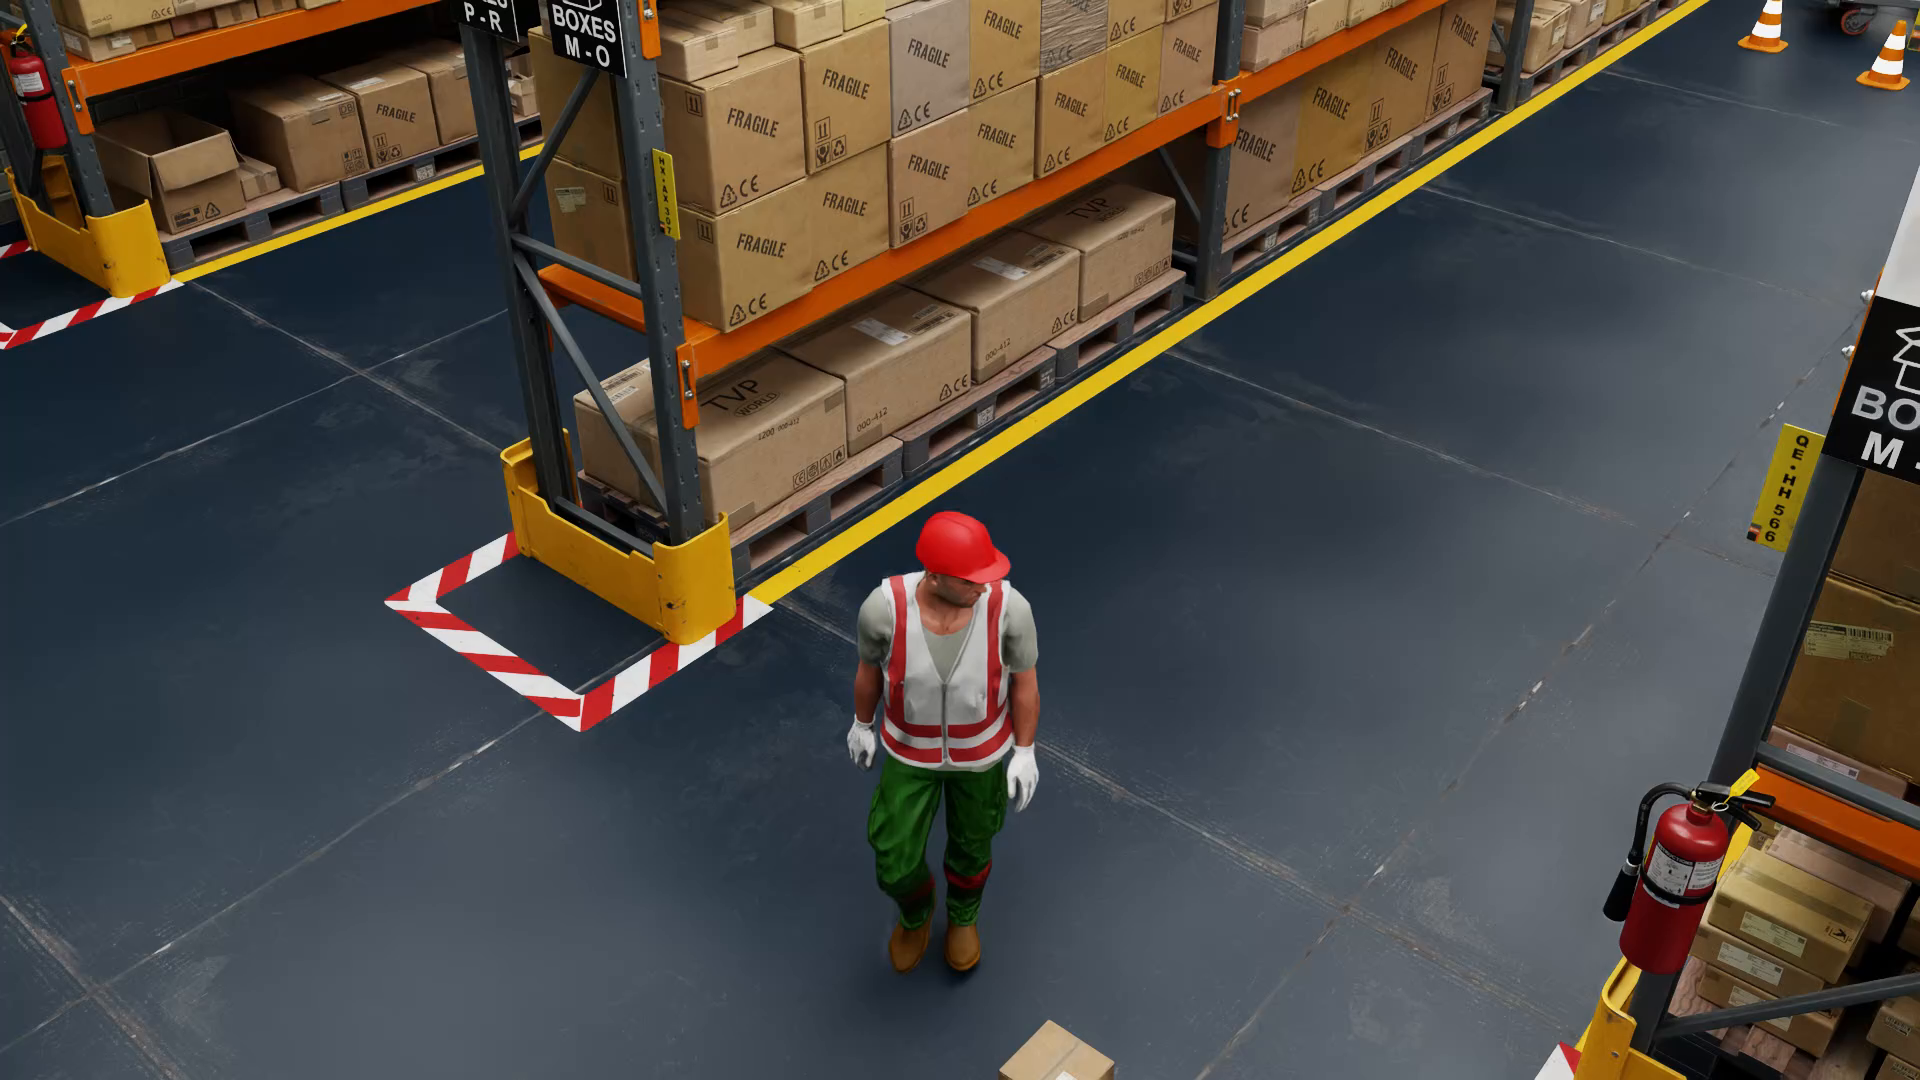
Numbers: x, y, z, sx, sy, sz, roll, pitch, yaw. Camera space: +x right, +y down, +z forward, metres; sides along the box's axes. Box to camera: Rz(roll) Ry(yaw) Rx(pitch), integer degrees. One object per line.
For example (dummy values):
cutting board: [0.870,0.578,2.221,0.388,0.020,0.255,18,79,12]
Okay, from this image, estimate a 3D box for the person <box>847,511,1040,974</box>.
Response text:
person: [-0.055,0.683,5.124,0.599,1.812,0.425,-1,35,-1]
